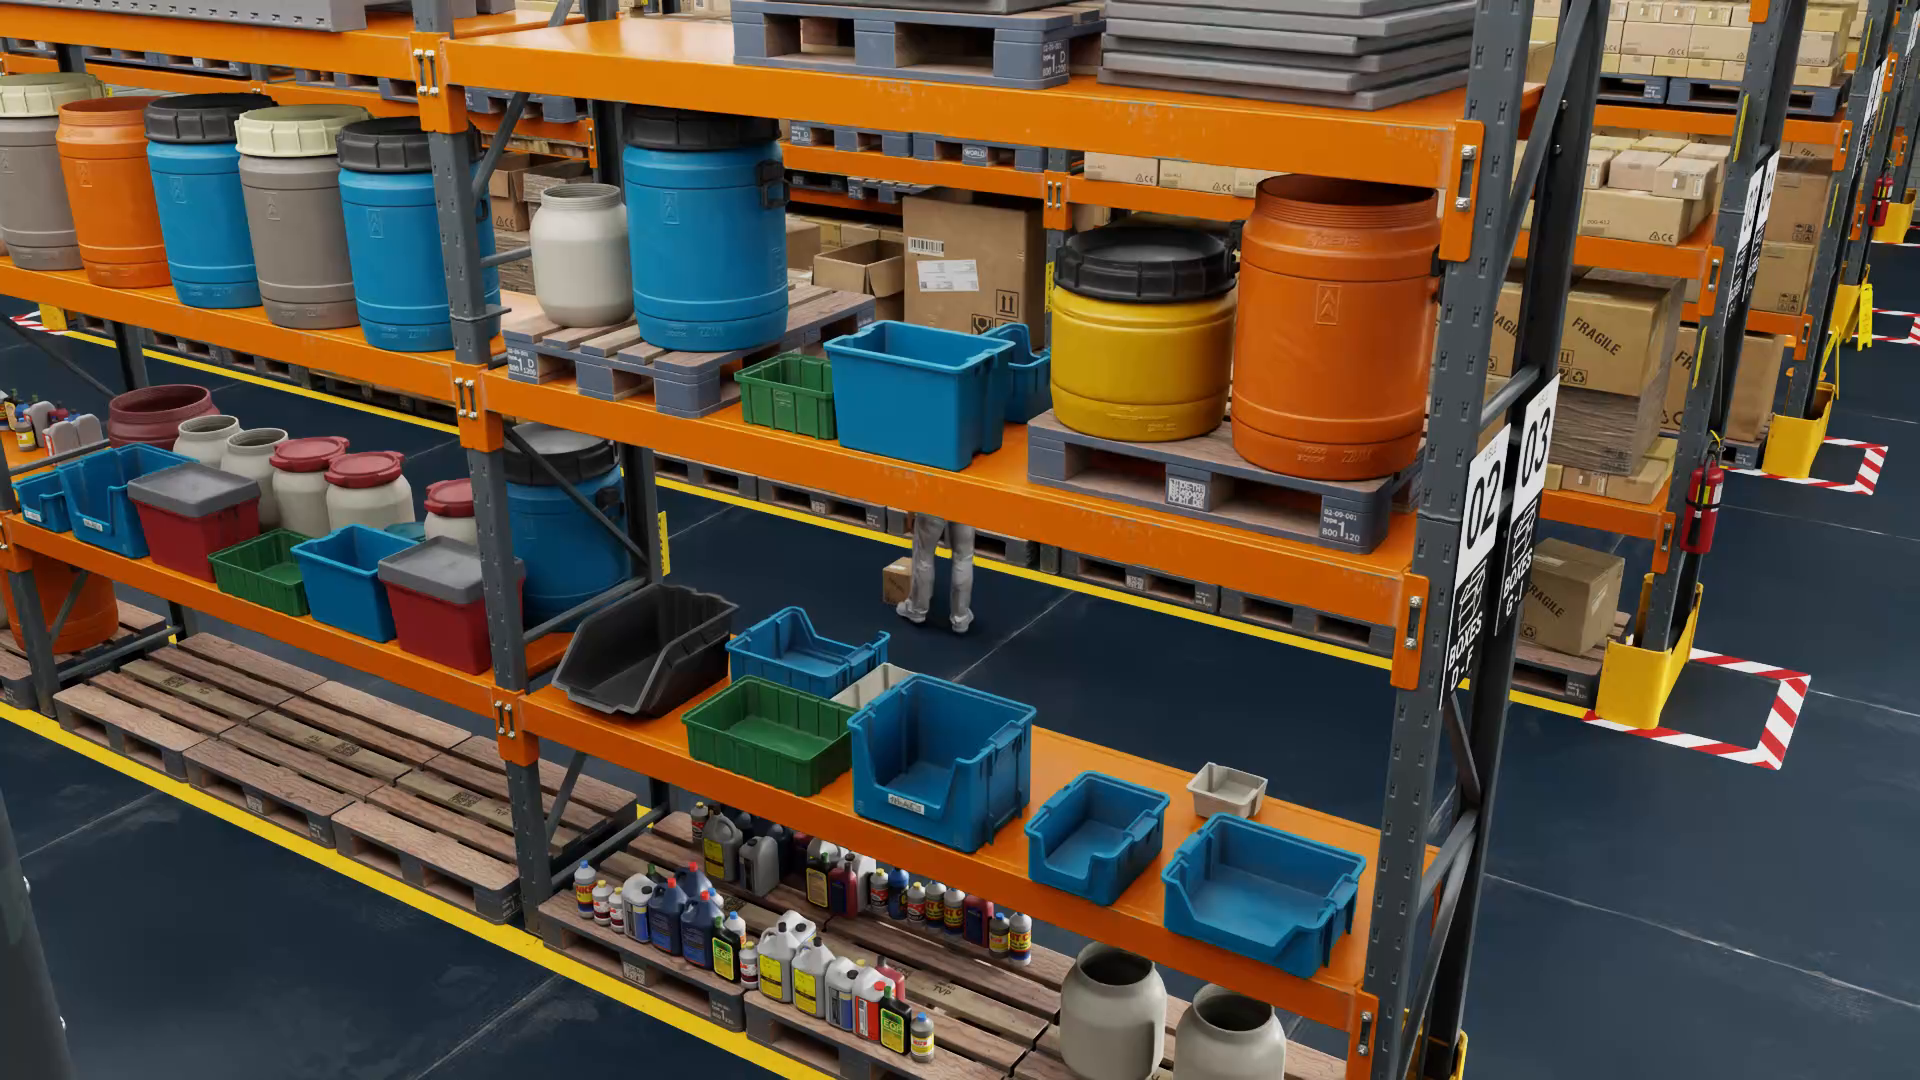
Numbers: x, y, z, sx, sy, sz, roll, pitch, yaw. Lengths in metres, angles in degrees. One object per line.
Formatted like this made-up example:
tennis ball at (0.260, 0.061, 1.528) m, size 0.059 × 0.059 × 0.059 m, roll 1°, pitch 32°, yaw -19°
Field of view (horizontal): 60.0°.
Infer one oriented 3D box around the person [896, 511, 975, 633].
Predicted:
person at (-0.096, -0.288, 10.724) m, size 0.610 × 1.766 × 0.545 m, roll -8°, pitch 24°, yaw -18°
